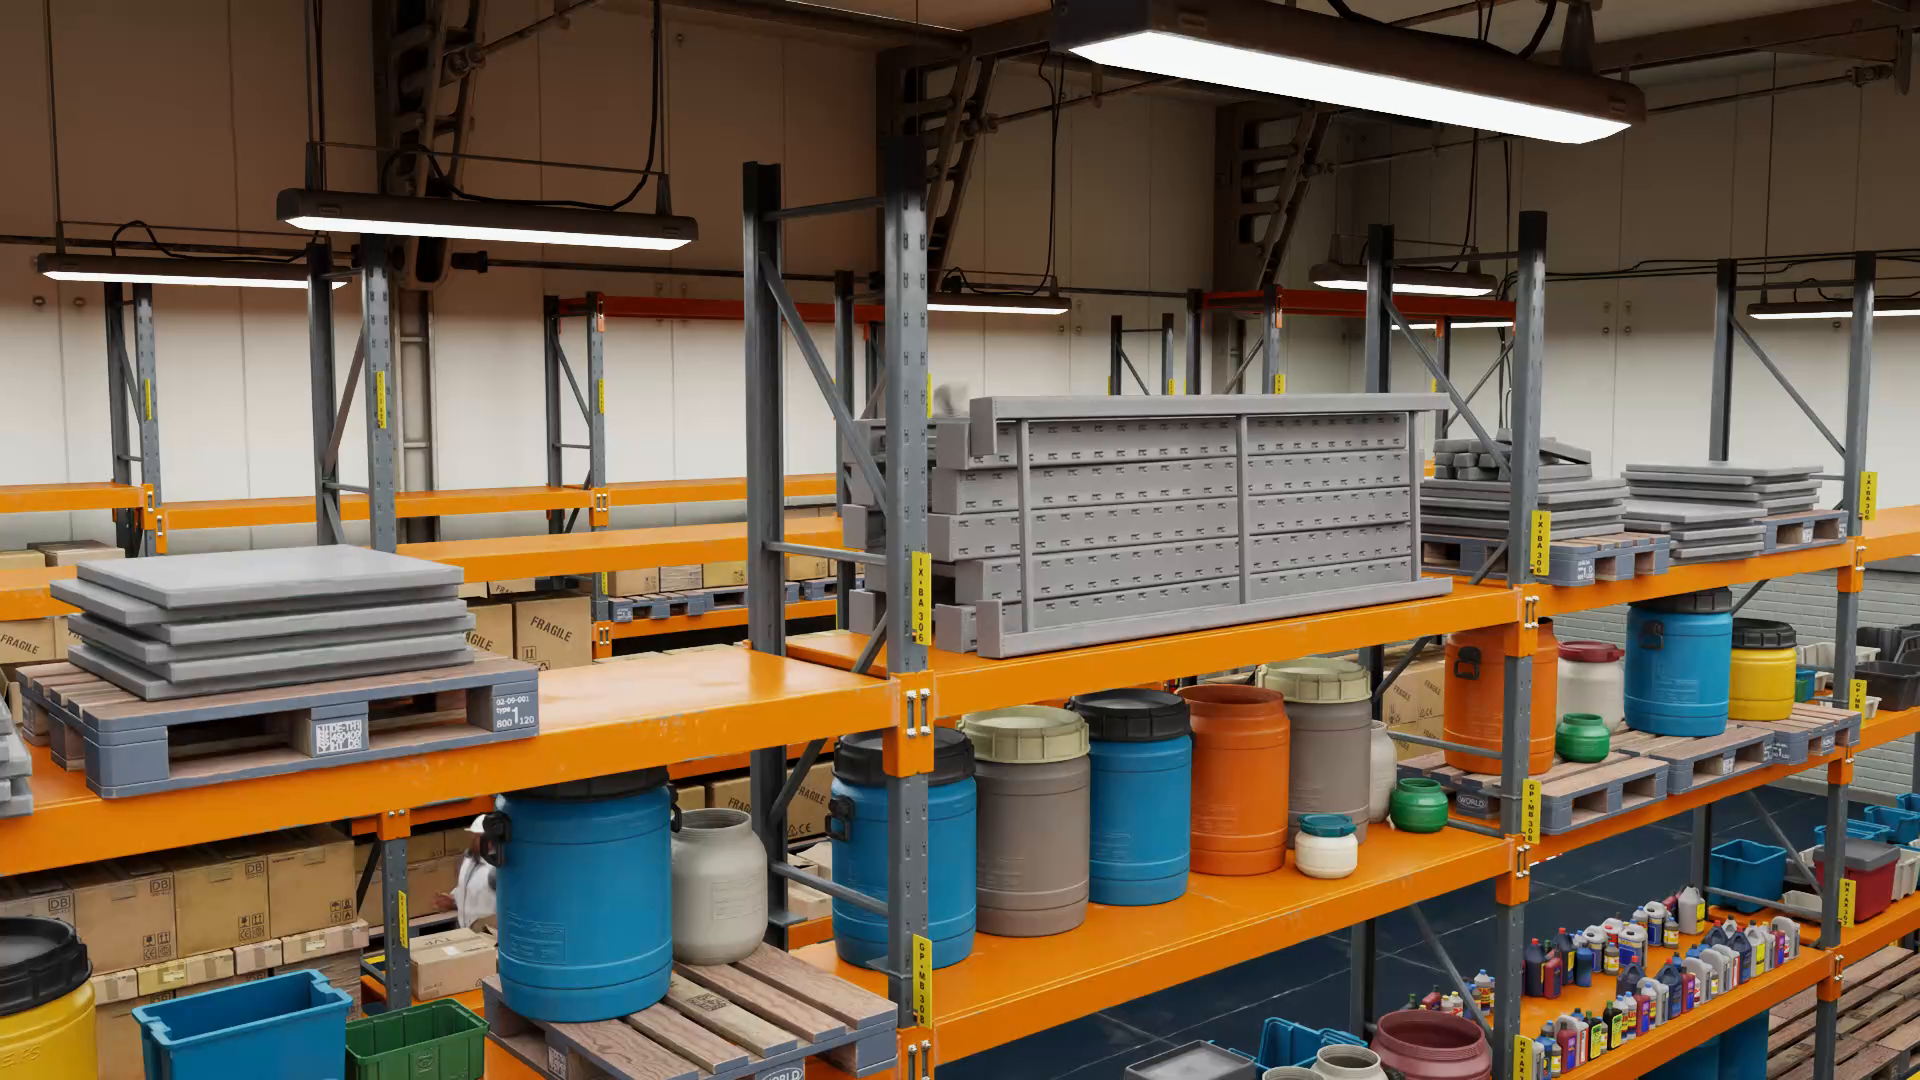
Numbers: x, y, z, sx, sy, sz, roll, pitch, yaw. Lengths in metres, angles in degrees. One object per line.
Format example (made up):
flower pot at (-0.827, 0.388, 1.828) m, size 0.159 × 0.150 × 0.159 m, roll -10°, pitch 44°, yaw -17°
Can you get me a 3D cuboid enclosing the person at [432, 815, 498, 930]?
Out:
person at (-3.781, 3.037, 13.048) m, size 0.638 × 1.737 × 0.638 m, roll 5°, pitch 7°, yaw 40°
